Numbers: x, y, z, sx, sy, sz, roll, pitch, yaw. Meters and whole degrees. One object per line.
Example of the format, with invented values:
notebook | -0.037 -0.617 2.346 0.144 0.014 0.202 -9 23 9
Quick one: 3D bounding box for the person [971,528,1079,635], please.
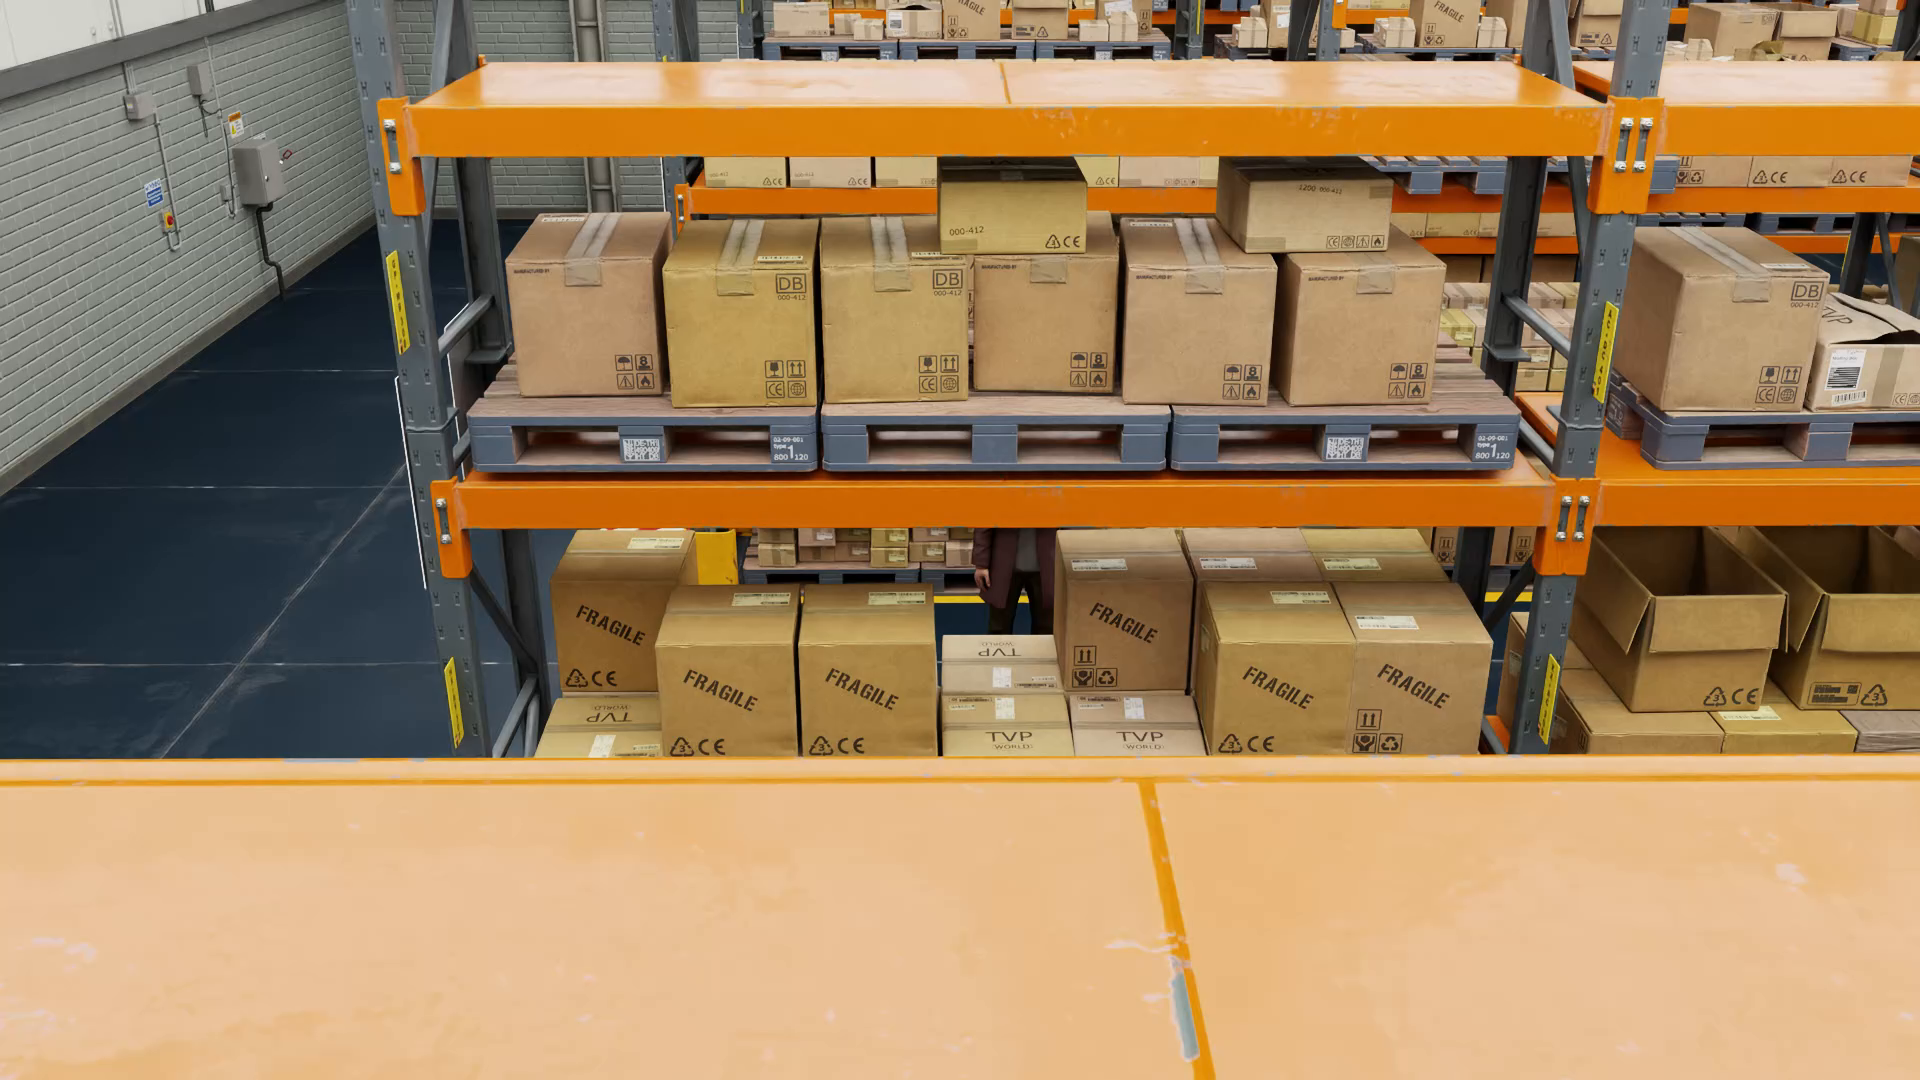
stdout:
person | 0.385 0.183 9.786 0.644 1.708 0.418 0 24 0
